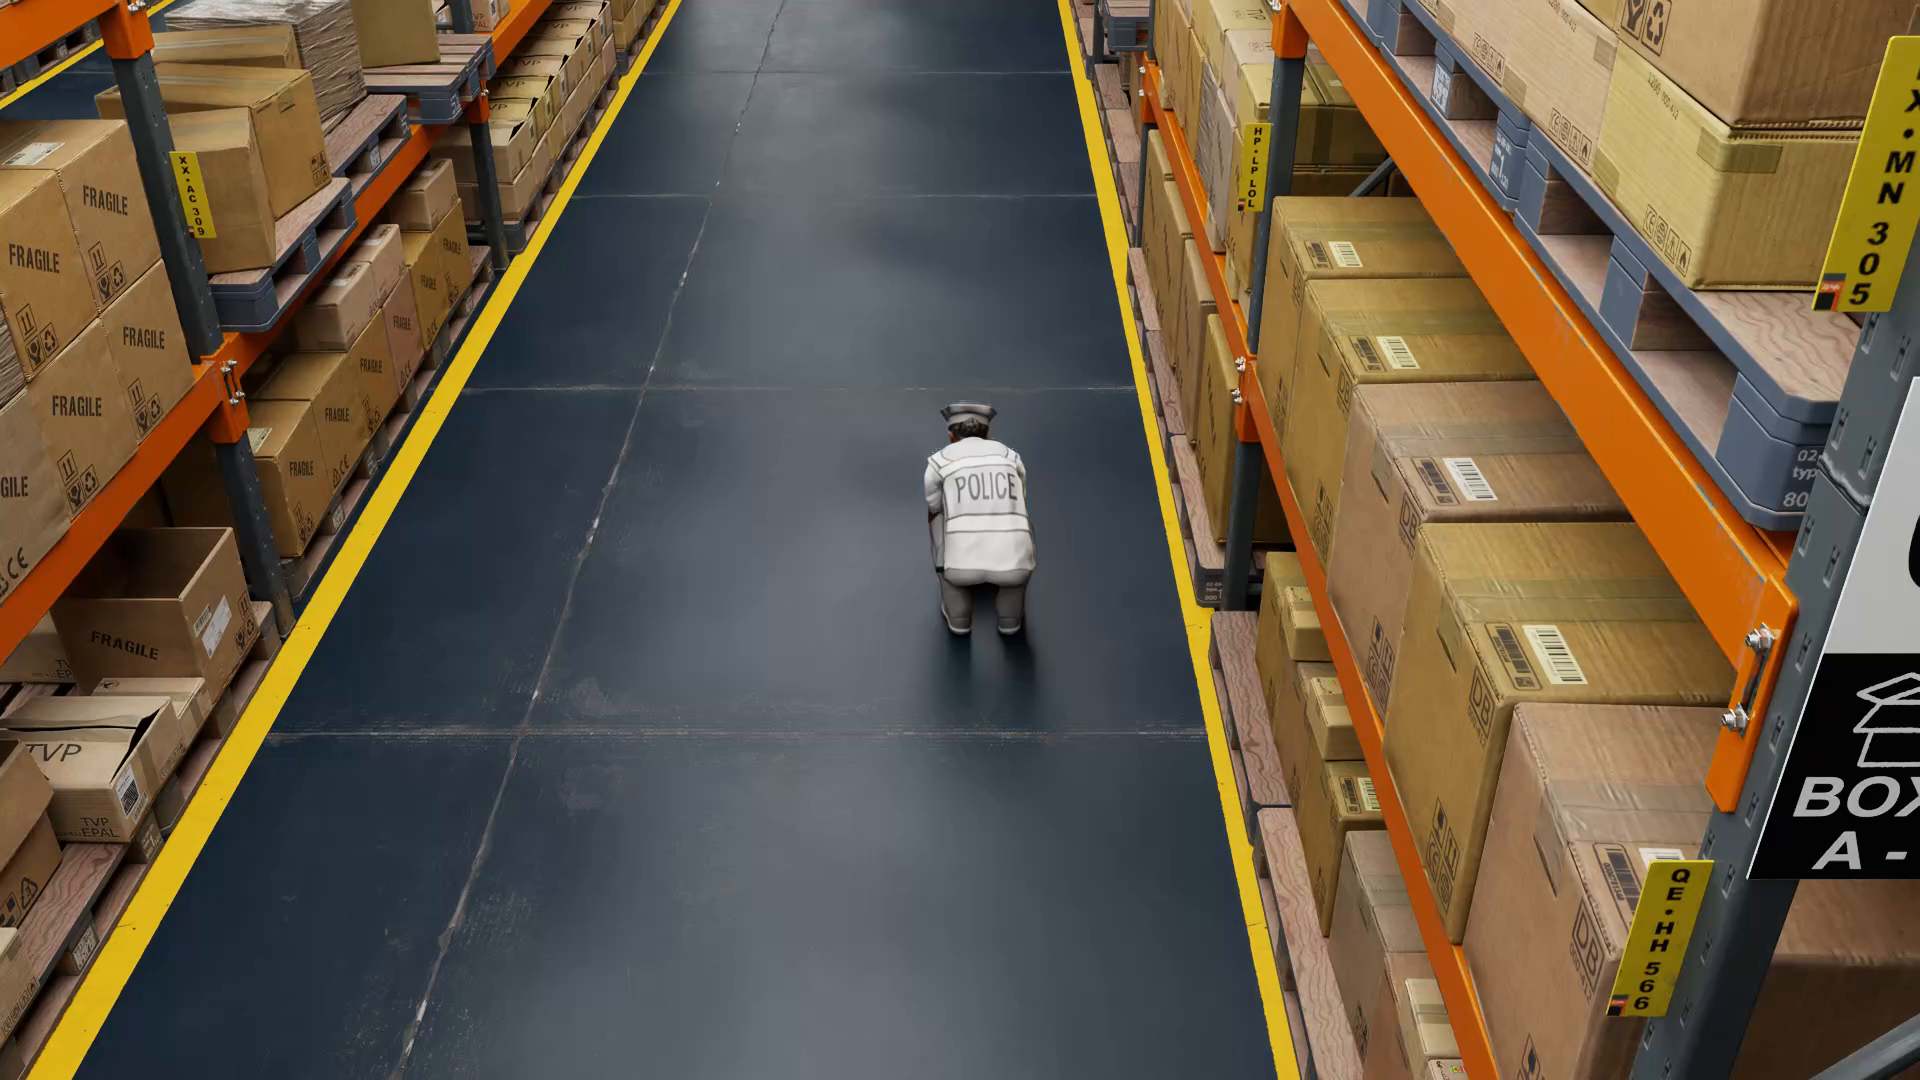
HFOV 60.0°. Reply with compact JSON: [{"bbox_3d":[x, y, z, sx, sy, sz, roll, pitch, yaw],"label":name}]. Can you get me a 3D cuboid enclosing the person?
[{"bbox_3d":[0.087,-0.073,7.021,0.471,0.866,0.865,0,32,0],"label":"person"}]
